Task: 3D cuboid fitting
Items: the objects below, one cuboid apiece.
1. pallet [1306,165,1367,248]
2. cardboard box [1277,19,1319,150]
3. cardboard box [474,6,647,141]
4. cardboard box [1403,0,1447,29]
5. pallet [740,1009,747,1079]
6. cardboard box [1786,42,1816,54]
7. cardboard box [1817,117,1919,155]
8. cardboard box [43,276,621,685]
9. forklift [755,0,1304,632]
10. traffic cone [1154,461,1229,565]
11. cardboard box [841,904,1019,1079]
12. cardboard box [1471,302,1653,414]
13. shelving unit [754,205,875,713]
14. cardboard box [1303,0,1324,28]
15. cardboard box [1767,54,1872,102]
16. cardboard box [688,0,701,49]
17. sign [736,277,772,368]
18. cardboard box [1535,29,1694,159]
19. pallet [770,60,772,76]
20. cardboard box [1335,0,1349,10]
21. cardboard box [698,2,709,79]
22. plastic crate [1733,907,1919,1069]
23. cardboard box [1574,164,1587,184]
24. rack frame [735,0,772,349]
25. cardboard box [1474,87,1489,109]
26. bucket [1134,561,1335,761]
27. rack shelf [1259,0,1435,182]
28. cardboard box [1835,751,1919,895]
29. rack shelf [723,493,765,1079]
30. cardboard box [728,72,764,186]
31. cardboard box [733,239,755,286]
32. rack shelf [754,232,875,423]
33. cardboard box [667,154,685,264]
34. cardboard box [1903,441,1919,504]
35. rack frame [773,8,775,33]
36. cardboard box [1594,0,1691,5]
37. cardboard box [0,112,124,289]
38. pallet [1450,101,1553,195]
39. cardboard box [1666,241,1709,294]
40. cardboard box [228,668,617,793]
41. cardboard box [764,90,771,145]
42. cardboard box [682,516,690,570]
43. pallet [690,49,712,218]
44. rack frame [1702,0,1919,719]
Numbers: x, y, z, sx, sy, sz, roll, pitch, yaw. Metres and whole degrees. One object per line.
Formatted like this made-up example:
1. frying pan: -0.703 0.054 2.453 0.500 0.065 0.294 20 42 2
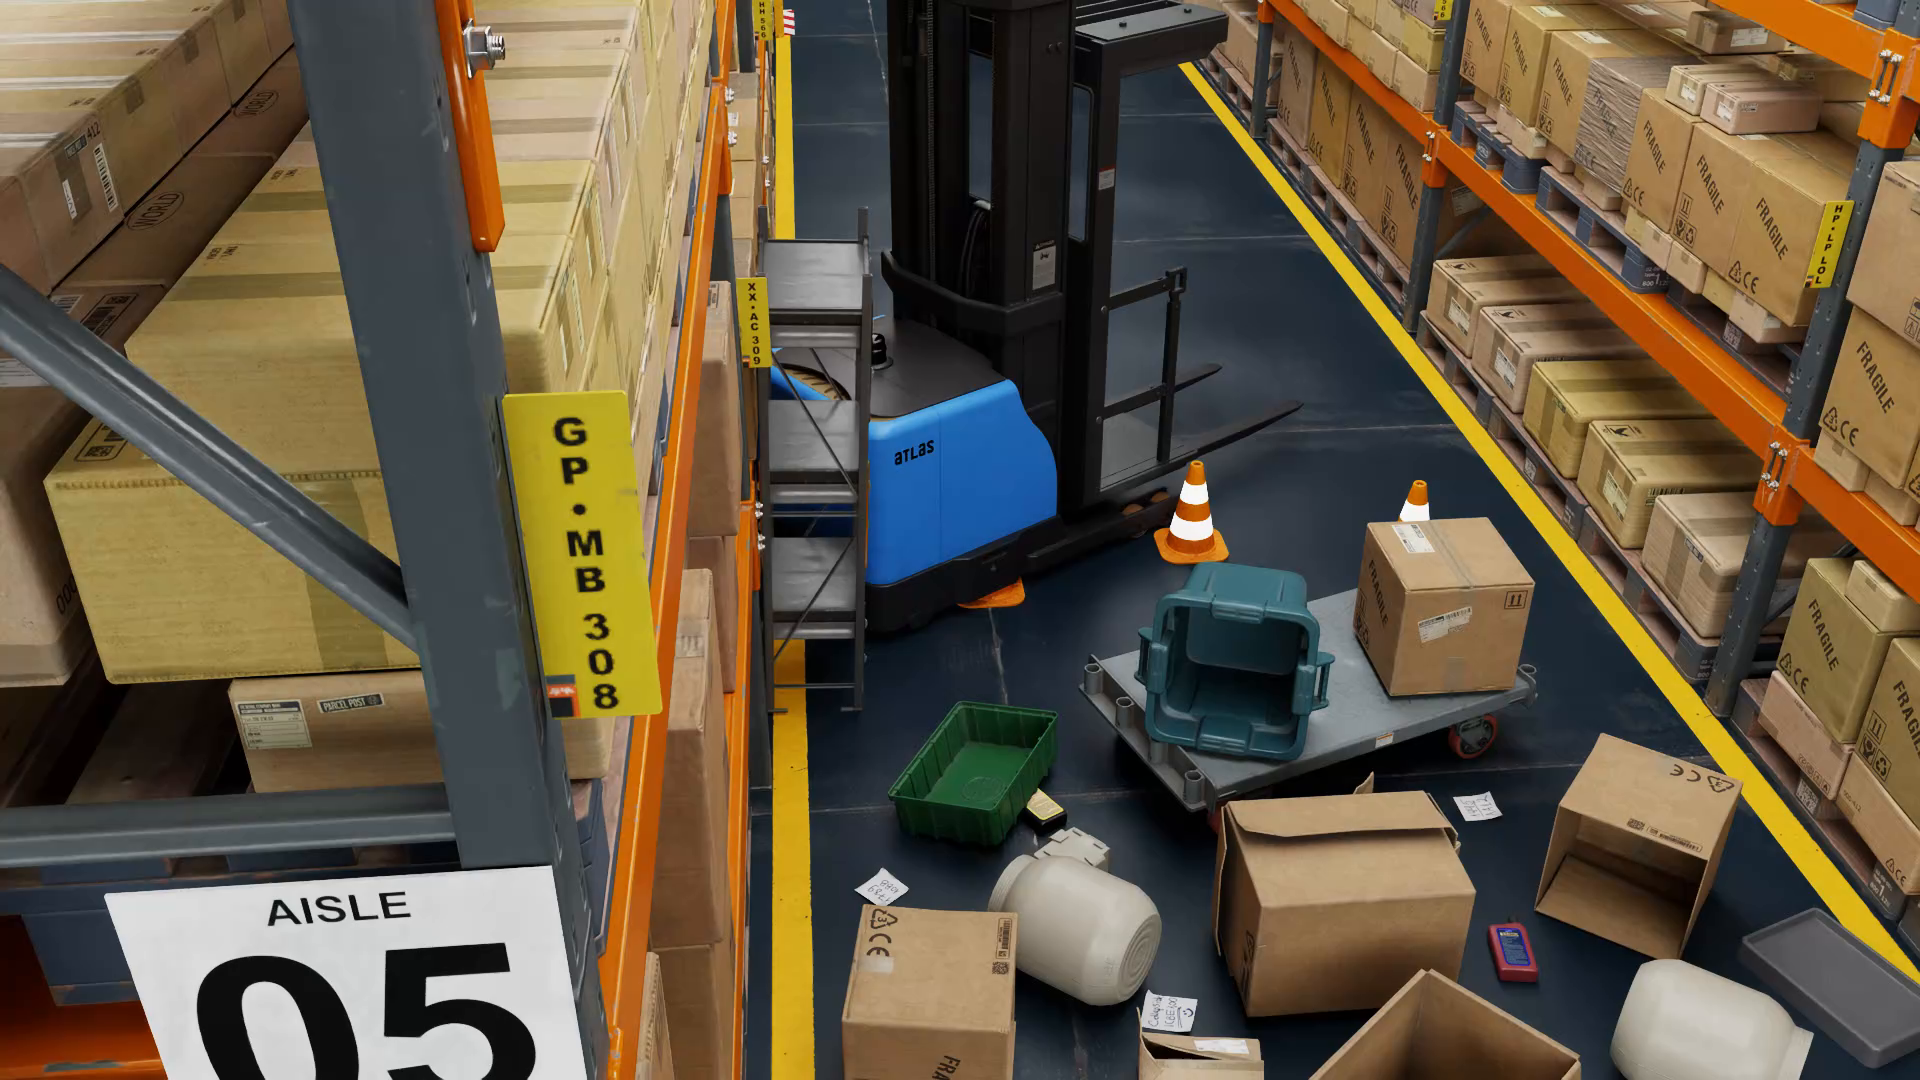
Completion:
1. pallet: 3.187 -2.463 12.167 1.003 0.211 1.213 -3 31 -5
2. cardboard box: 3.060 -3.630 13.064 0.875 0.875 0.875 -2 31 -3
3. cardboard box: -0.684 -0.709 2.547 0.380 0.149 0.250 -3 31 -5
4. cardboard box: 2.988 -3.356 9.871 0.500 0.500 0.500 -4 31 -6
5. pallet: -1.139 1.912 4.843 1.003 0.211 1.213 -3 31 -5
6. cardboard box: 7.486 -4.373 14.903 0.396 0.266 0.258 -2 31 -3
7. cardboard box: 3.864 -1.450 6.955 0.500 0.500 0.500 -3 31 -4
8. cardboard box: -0.665 -0.092 1.903 0.500 0.250 0.500 -3 31 -5
9. forklift: 0.487 -1.459 7.834 3.031 2.935 1.130 -22 37 -33
10. traffic cone: 1.138 -0.167 8.078 0.336 0.463 0.334 -3 31 -5
11. cardboard box: -0.082 1.514 5.225 0.500 0.500 0.500 2 31 4
12. cardboard box: 3.416 -1.019 9.184 0.950 0.372 0.625 -3 31 -6
13. shelving unit: -0.576 -0.248 6.551 0.431 2.100 0.503 0 39 -5
14. cardboard box: 2.783 -3.846 11.910 0.500 0.250 0.500 -3 31 -5
15. cardboard box: 3.774 -2.026 7.287 0.380 0.149 0.250 -1 31 -2
16. cardboard box: -0.900 -1.378 4.056 0.500 0.250 0.500 -3 31 -5
17. sign: -0.696 -0.734 5.633 0.100 0.325 0.005 -3 31 -5
18. cardboard box: 3.220 -2.206 8.221 0.500 0.500 0.500 -2 31 -4
19. pallet: -2.211 -4.154 14.999 1.003 0.211 1.213 -3 31 -5
20. cardboard box: 2.830 -3.805 11.353 0.500 0.250 0.500 -4 31 -6
21. cardboard box: -0.847 -1.273 4.269 0.380 0.149 0.250 -2 31 -4
22. plastic crate: 3.000 1.504 5.654 0.402 0.080 0.583 -14 33 -22
23. cardboard box: 3.285 -1.839 8.239 0.380 0.149 0.250 -2 31 -3
24. rack frame: -1.623 -2.343 9.248 1.000 3.000 0.127 -3 31 -5
25. cardboard box: 3.142 -2.530 9.396 0.380 0.149 0.250 -4 31 -7
26. bucket: 1.059 0.411 6.347 0.726 0.611 0.620 8 22 13
27. rack shelf: 3.109 -3.344 11.626 1.077 0.370 4.000 -3 31 -5
28. cardboard box: 3.517 0.996 5.929 0.500 0.250 0.500 -1 31 -2
29. rack shelf: -1.062 1.029 4.304 1.077 0.370 4.000 -3 31 -5
30. cardboard box: -1.313 -2.169 8.859 0.500 0.500 0.500 -3 31 -5
31. cardboard box: -1.078 -0.883 6.706 0.500 0.500 0.500 -3 31 -4
32. rack shelf: -0.539 -0.782 6.121 0.431 0.518 0.480 0 39 -5
33. cardboard box: -0.730 -0.627 3.187 0.380 0.149 0.250 -2 31 -4
34. cardboard box: 3.504 -0.267 5.385 0.500 0.500 0.500 -3 31 -5
35. rack frame: -2.370 -6.428 16.086 1.000 3.000 0.127 -3 31 -5
36. cardboard box: 3.616 -2.764 9.156 0.500 0.500 0.500 -4 31 -6
37. cardboard box: -1.290 -0.419 2.061 0.380 0.149 0.250 -2 31 -4
38. pallet: 3.469 -2.191 9.180 1.213 0.211 1.003 -3 31 -5
39. cardboard box: 3.280 -1.177 7.131 0.380 0.149 0.250 -3 31 -5
40. cardboard box: -0.588 0.147 1.891 0.380 0.149 0.250 -3 31 -4
41. cardboard box: -1.577 -2.914 11.501 0.500 0.250 0.500 -4 31 -7
42. cardboard box: -1.168 -0.082 4.262 0.875 0.550 0.550 -3 31 -5
43. pallet: -1.183 -1.133 4.383 1.003 0.211 1.213 -3 31 -5
44. rack frame: 3.670 -0.590 6.313 1.000 3.000 0.127 -3 31 -5
